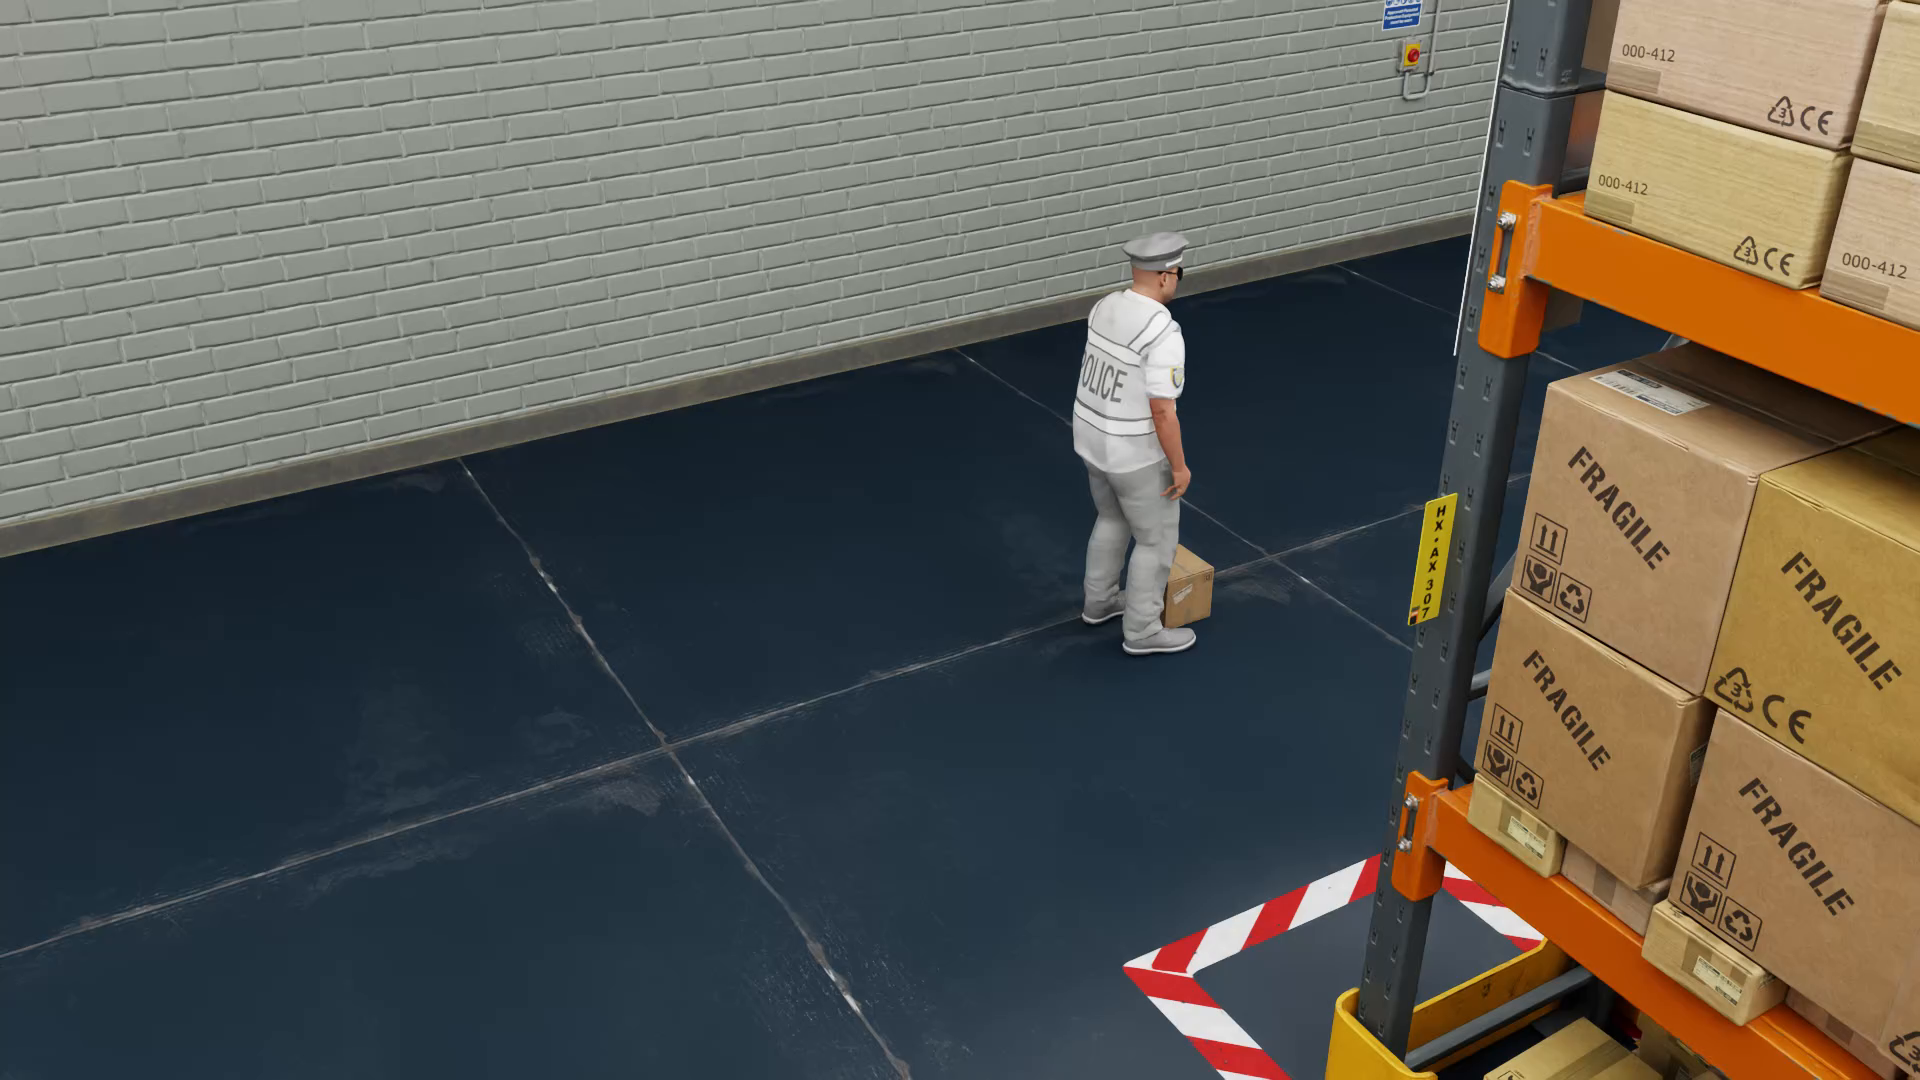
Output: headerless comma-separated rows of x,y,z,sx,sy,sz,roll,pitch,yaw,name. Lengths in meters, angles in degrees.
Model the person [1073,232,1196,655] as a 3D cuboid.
0.702,-0.380,6.807,0.435,1.749,0.585,-16,32,-26,person
